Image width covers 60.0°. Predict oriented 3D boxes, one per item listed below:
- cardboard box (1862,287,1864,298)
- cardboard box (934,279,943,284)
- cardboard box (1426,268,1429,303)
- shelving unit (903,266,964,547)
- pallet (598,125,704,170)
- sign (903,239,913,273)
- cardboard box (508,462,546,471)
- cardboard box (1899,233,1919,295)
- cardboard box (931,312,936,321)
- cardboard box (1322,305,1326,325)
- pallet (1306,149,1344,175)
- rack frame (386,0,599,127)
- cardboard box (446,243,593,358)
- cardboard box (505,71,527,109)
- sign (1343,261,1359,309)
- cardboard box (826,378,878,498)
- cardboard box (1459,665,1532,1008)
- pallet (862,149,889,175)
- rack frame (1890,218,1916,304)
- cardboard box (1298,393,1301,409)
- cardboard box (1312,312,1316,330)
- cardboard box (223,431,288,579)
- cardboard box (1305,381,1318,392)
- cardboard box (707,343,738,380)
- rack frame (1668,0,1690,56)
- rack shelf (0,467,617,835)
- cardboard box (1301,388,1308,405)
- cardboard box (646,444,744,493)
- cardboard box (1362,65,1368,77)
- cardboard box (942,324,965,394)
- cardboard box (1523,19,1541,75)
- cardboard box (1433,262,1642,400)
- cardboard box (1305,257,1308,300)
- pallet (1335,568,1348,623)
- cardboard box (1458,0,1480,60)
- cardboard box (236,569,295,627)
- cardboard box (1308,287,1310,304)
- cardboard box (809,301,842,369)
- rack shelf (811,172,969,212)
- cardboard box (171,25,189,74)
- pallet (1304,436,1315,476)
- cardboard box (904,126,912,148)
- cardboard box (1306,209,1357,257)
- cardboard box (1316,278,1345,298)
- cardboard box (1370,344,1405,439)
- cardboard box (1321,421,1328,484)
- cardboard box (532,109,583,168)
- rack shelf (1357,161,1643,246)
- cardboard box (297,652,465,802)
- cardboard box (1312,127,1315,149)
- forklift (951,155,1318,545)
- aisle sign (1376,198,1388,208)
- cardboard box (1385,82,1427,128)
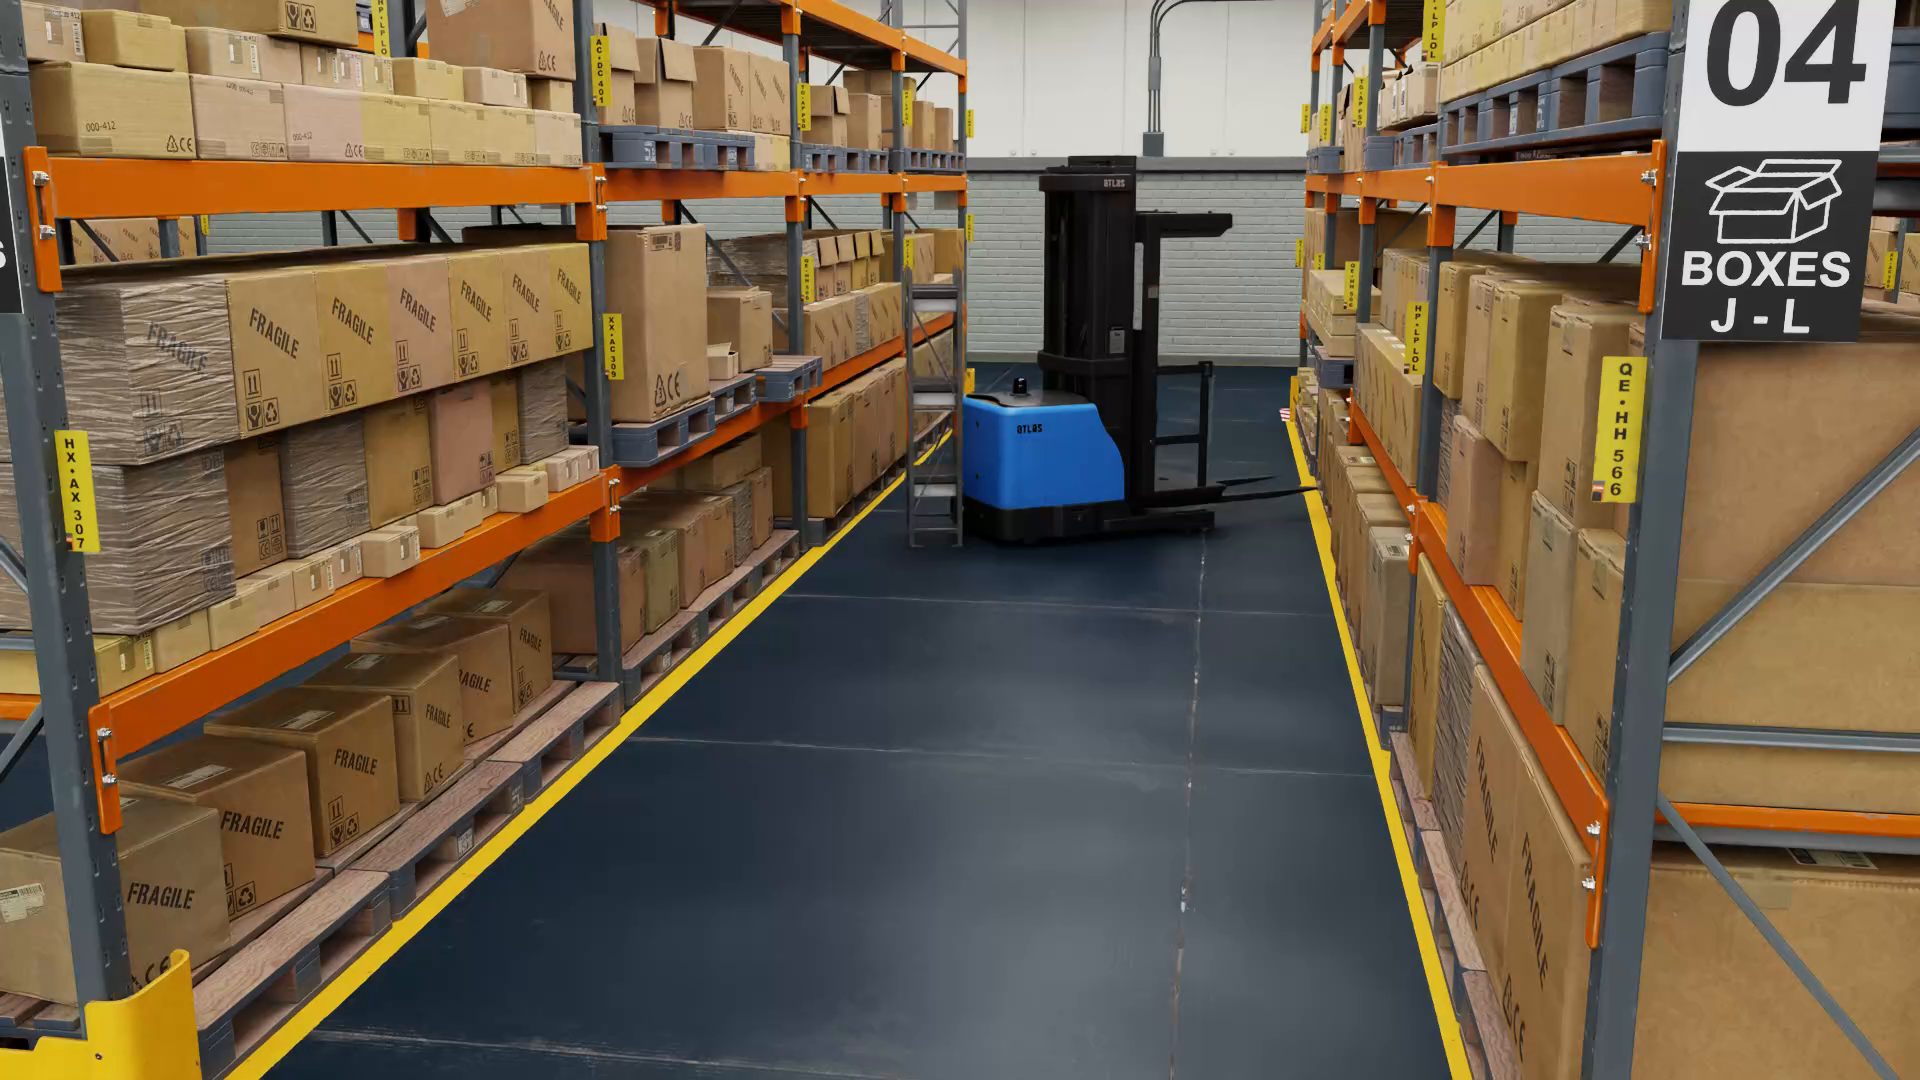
[{"bbox_3d":[8.647,-2.161,15.664,0.500,0.500,0.500,2,12,7],"label":"cardboard box"},{"bbox_3d":[-0.468,-2.696,18.035,0.500,0.250,0.500,2,12,9],"label":"cardboard box"},{"bbox_3d":[2.765,-1.123,8.471,0.700,0.500,0.500,2,12,8],"label":"cardboard box"},{"bbox_3d":[-0.203,-1.025,12.766,0.431,2.100,0.503,-1,12,-4],"label":"shelving unit"},{"bbox_3d":[-2.068,-2.056,8.737,1.213,0.211,1.003,2,12,9],"label":"pallet"},{"bbox_3d":[-0.500,-2.733,15.995,0.100,0.325,0.005,2,12,9],"label":"sign"},{"bbox_3d":[-2.157,-0.277,7.755,0.380,0.149,0.250,2,12,9],"label":"cardboard box"},{"bbox_3d":[8.402,-2.356,14.193,0.500,0.500,0.500,2,12,9],"label":"cardboard box"},{"bbox_3d":[-0.465,-2.419,17.695,0.380,0.149,0.250,2,12,9],"label":"cardboard box"},{"bbox_3d":[2.975,-1.715,12.724,0.380,0.149,0.250,2,12,9],"label":"cardboard box"},{"bbox_3d":[3.647,-3.289,14.461,1.213,0.211,1.003,2,12,9],"label":"pallet"},{"bbox_3d":[-2.268,-3.489,7.821,1.000,3.000,0.127,2,12,9],"label":"rack frame"},{"bbox_3d":[-2.066,-1.136,7.830,0.500,0.500,0.500,2,12,9],"label":"cardboard box"},{"bbox_3d":[-2.117,-1.959,7.254,0.380,0.149,0.250,1,12,6],"label":"cardboard box"},{"bbox_3d":[2.695,-1.750,11.432,0.100,0.325,0.005,2,12,9],"label":"sign"},{"bbox_3d":[-1.382,-0.884,14.020,1.225,0.875,0.875,2,12,9],"label":"cardboard box"},{"bbox_3d":[2.174,0.965,5.441,0.875,0.875,0.875,2,12,8],"label":"cardboard box"},{"bbox_3d":[-1.130,-3.402,14.992,0.805,0.209,1.217,1,12,6],"label":"pallet"},{"bbox_3d":[8.754,-1.900,14.691,1.000,3.000,0.127,2,12,9],"label":"rack frame"},{"bbox_3d":[4.066,-1.585,18.999,0.380,0.149,0.250,2,12,10],"label":"cardboard box"},{"bbox_3d":[3.175,-1.840,14.010,0.380,0.149,0.250,1,12,6],"label":"cardboard box"},{"bbox_3d":[-2.813,-0.139,5.576,0.875,0.500,0.500,2,12,9],"label":"cardboard box"},{"bbox_3d":[3.863,-1.602,17.665,0.380,0.149,0.250,2,12,10],"label":"cardboard box"},{"bbox_3d":[-1.643,-1.172,10.635,0.396,0.266,0.258,2,12,7],"label":"cardboard box"},{"bbox_3d":[2.002,-2.474,3.114,1.000,3.000,0.127,2,12,9],"label":"rack frame"},{"bbox_3d":[-2.576,0.212,6.597,1.077,0.370,4.000,2,12,9],"label":"rack shelf"},{"bbox_3d":[3.934,-1.570,18.221,0.380,0.149,0.250,2,12,10],"label":"cardboard box"},{"bbox_3d":[-1.798,-0.497,11.289,0.500,0.250,0.500,3,13,15],"label":"cardboard box"},{"bbox_3d":[3.102,-3.296,11.994,0.396,0.266,0.258,2,12,9],"label":"cardboard box"},{"bbox_3d":[-0.442,-2.085,19.594,0.875,0.875,0.875,2,12,9],"label":"cardboard box"},{"bbox_3d":[1.914,-1.484,5.001,0.380,0.149,0.250,2,12,9],"label":"cardboard box"},{"bbox_3d":[2.526,-0.900,7.129,0.875,0.550,0.550,2,12,9],"label":"cardboard box"},{"bbox_3d":[4.063,-2.870,18.246,0.500,0.500,0.500,2,12,9],"label":"cardboard box"},{"bbox_3d":[3.037,0.318,11.017,1.003,0.211,1.213,2,12,9],"label":"pallet"},{"bbox_3d":[2.189,-1.969,6.306,0.500,0.250,0.500,2,12,8],"label":"cardboard box"},{"bbox_3d":[-2.476,0.192,5.578,0.380,0.149,0.250,2,12,9],"label":"cardboard box"},{"bbox_3d":[3.332,-2.200,14.977,0.380,0.149,0.250,2,12,10],"label":"cardboard box"},{"bbox_3d":[-1.233,-1.637,13.233,0.500,0.500,0.500,2,12,7],"label":"cardboard box"},{"bbox_3d":[-0.730,-3.752,17.872,1.077,0.370,4.000,2,12,9],"label":"rack shelf"},{"bbox_3d":[-2.560,-1.468,4.977,0.380,0.149,0.250,2,12,8],"label":"cardboard box"},{"bbox_3d":[3.916,-0.817,16.285,1.003,0.211,1.213,2,12,9],"label":"pallet"},{"bbox_3d":[-0.890,-4.267,17.083,0.700,0.500,0.500,3,12,12],"label":"cardboard box"},{"bbox_3d":[3.958,-3.258,17.672,0.500,0.500,0.500,2,12,7],"label":"cardboard box"},{"bbox_3d":[3.134,-2.077,13.696,0.380,0.149,0.250,2,12,11],"label":"cardboard box"},{"bbox_3d":[2.664,-0.857,9.610,0.500,0.500,0.500,2,12,8],"label":"cardboard box"},{"bbox_3d":[3.392,-0.767,14.371,0.500,0.500,0.500,2,12,11],"label":"cardboard box"},{"bbox_3d":[-2.081,-1.846,7.673,0.500,0.250,0.500,2,12,11],"label":"cardboard box"},{"bbox_3d":[2.925,-1.905,9.301,1.077,0.370,4.000,2,12,9],"label":"rack shelf"},{"bbox_3d":[-2.468,0.794,7.126,0.500,0.500,0.500,1,12,4],"label":"cardboard box"},{"bbox_3d":[3.970,-4.213,17.472,0.500,0.250,0.500,2,12,9],"label":"cardboard box"},{"bbox_3d":[1.485,-1.582,13.375,3.031,2.935,1.130,-5,13,-24],"label":"forklift"},{"bbox_3d":[4.770,-4.149,18.952,0.394,0.787,0.004,2,12,9],"label":"aisle sign"},{"bbox_3d":[2.826,-2.606,9.968,0.500,0.250,0.500,2,12,10],"label":"cardboard box"}]
